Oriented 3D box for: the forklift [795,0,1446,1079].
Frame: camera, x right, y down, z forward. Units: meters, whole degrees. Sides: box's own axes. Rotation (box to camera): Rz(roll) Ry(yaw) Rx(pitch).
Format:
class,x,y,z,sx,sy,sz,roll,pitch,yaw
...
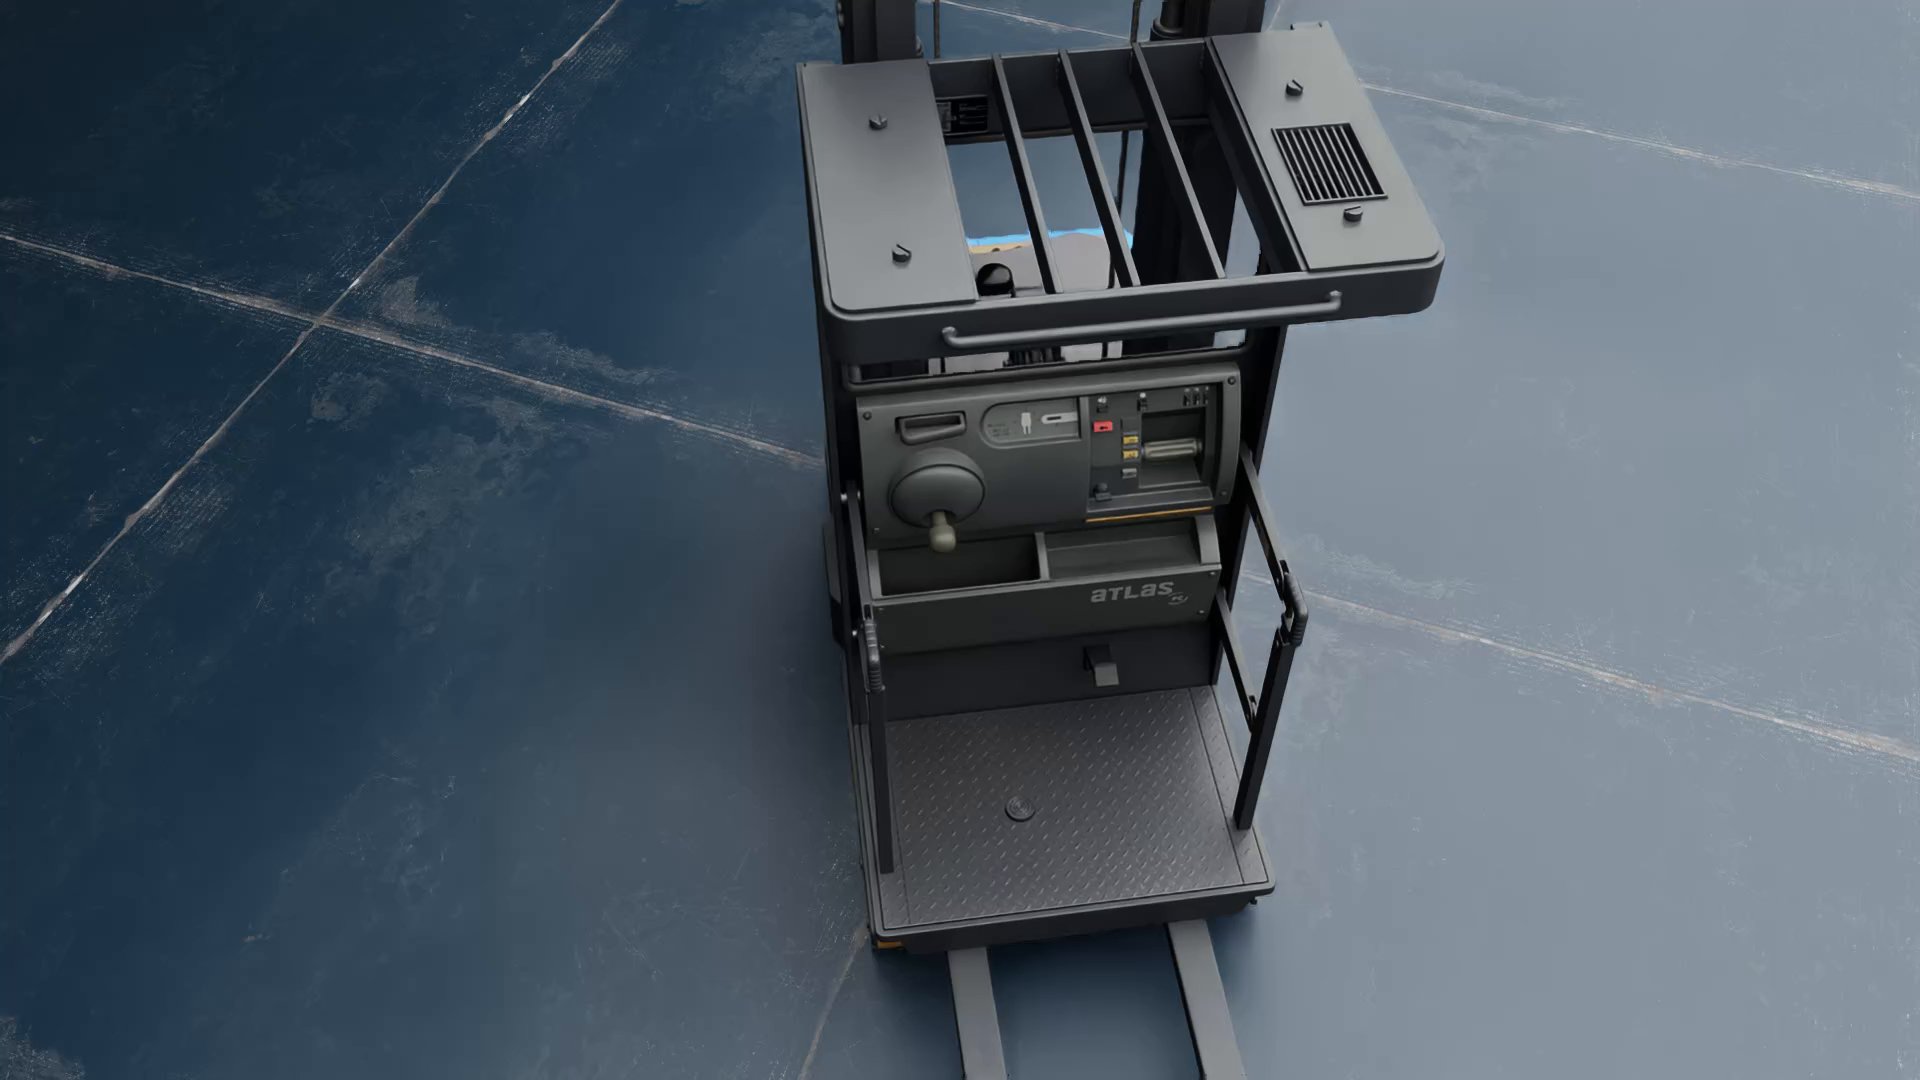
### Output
class,x,y,z,sx,sy,sz,roll,pitch,yaw
forklift,0.252,-0.093,3.891,1.130,2.935,3.031,-6,49,-5
